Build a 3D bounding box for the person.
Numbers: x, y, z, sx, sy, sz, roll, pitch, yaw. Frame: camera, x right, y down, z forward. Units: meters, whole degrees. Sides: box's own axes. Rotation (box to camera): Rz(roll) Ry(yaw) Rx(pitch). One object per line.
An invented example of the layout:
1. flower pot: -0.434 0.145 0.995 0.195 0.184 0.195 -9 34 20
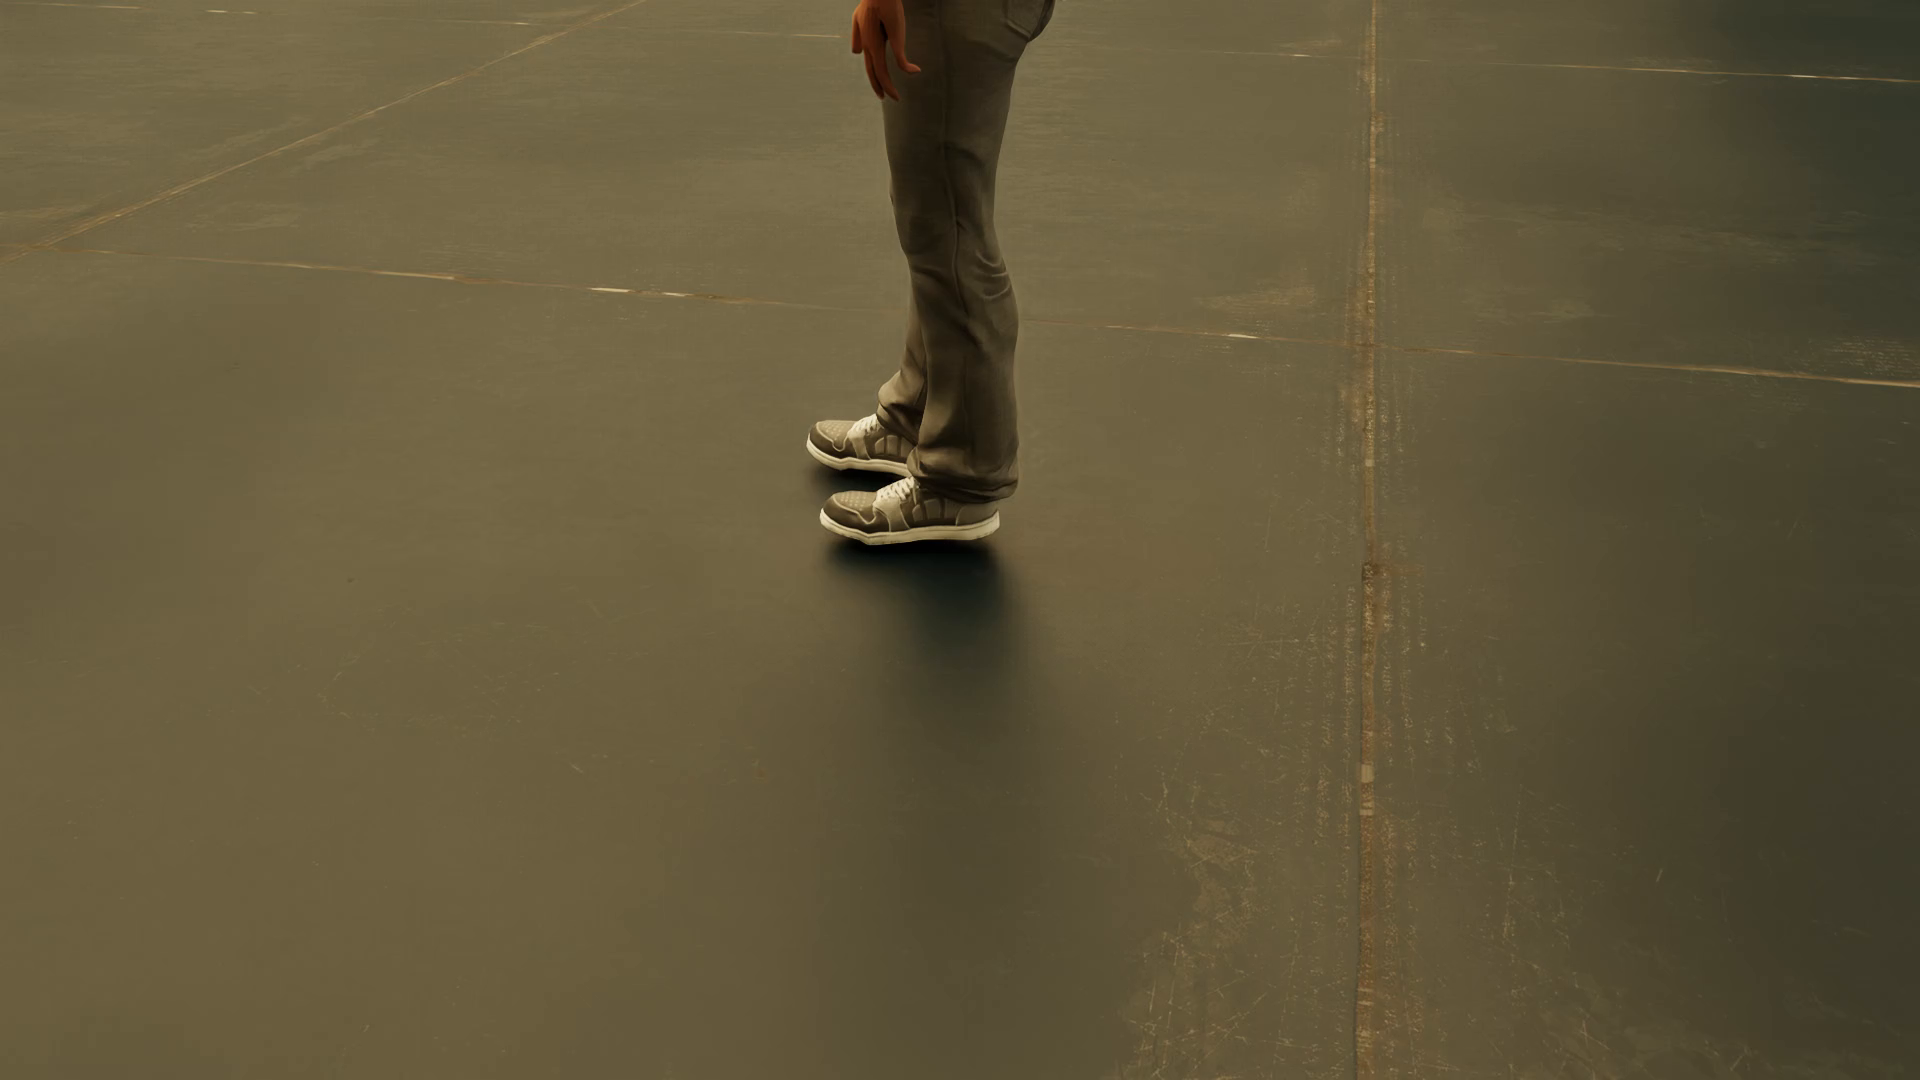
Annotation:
1. person: -0.070 -0.734 2.164 0.473 1.599 0.520 6 27 11
